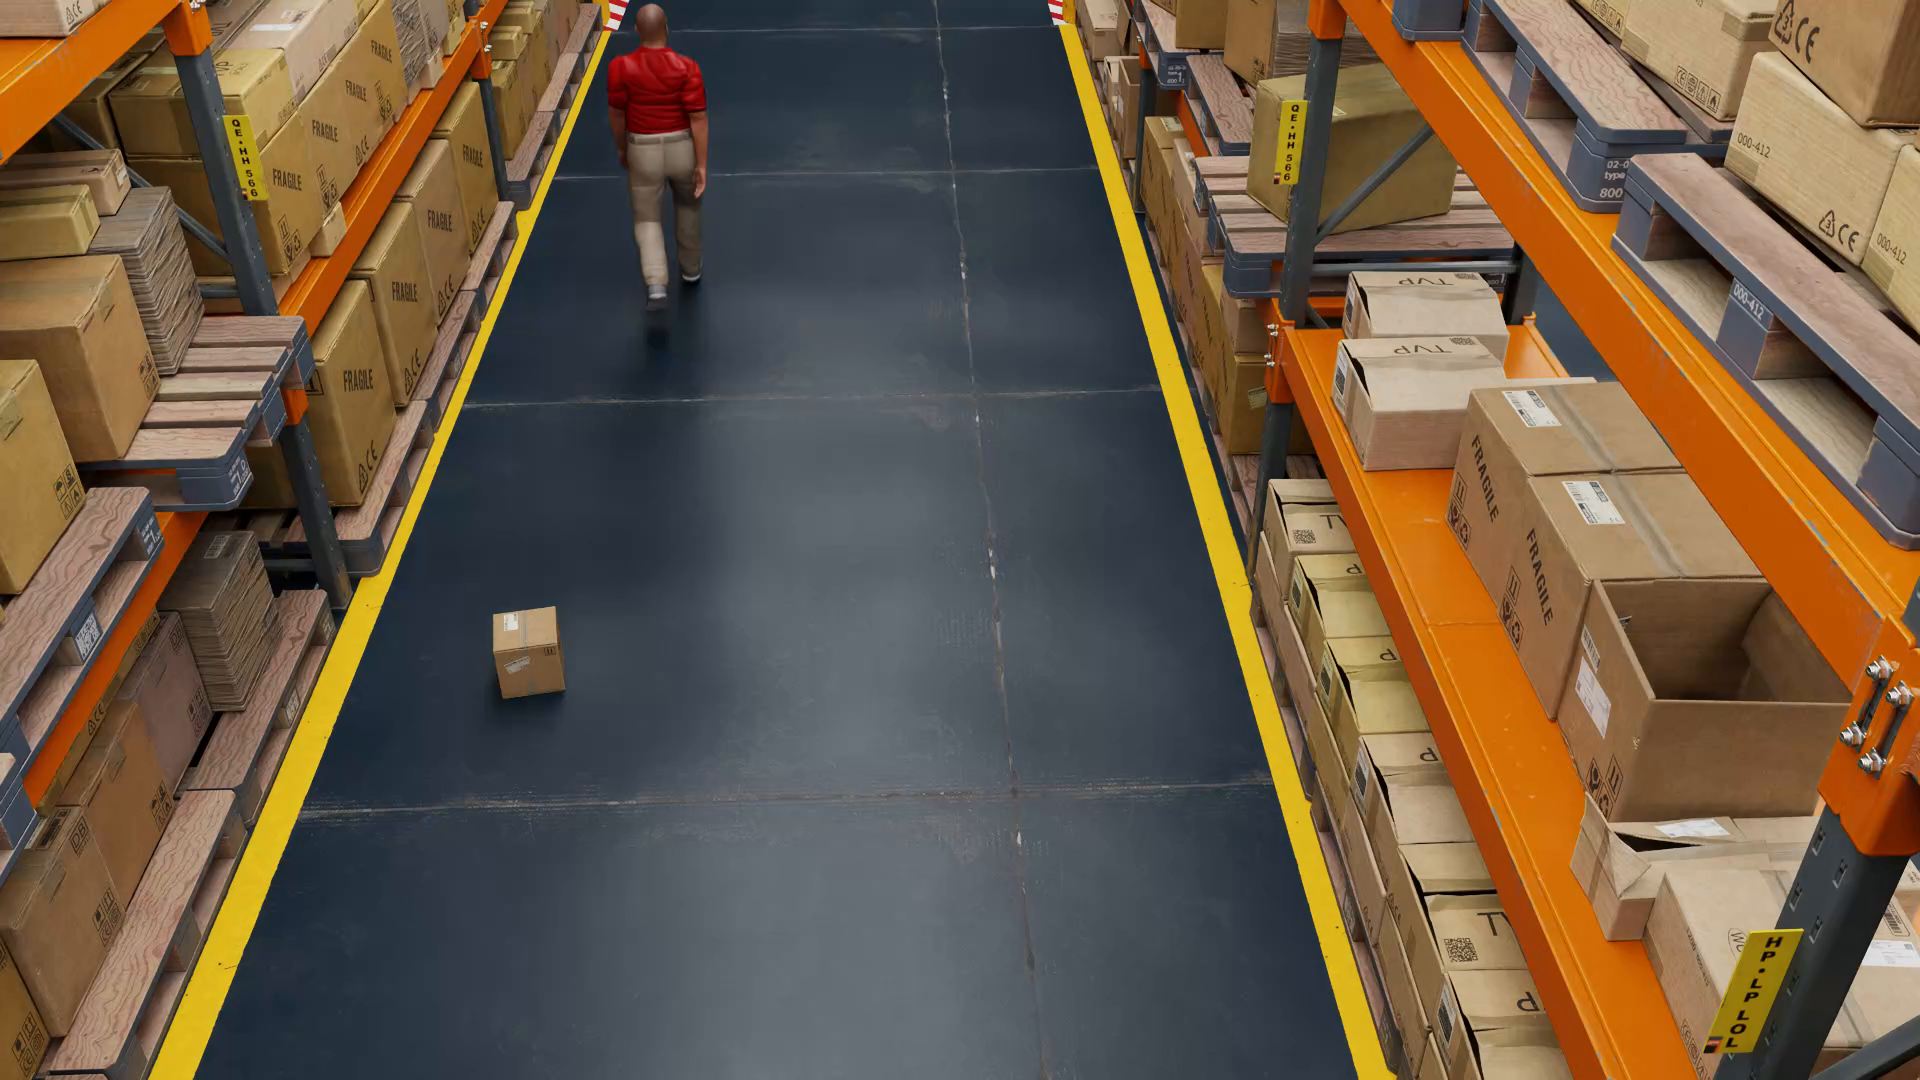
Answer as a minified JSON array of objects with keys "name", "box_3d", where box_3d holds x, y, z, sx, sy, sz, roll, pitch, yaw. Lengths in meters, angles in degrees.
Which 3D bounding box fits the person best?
[{"name":"person","box_3d":[-1.639,-2.113,9.166,0.527,1.682,0.942,-6,35,-8]}]
